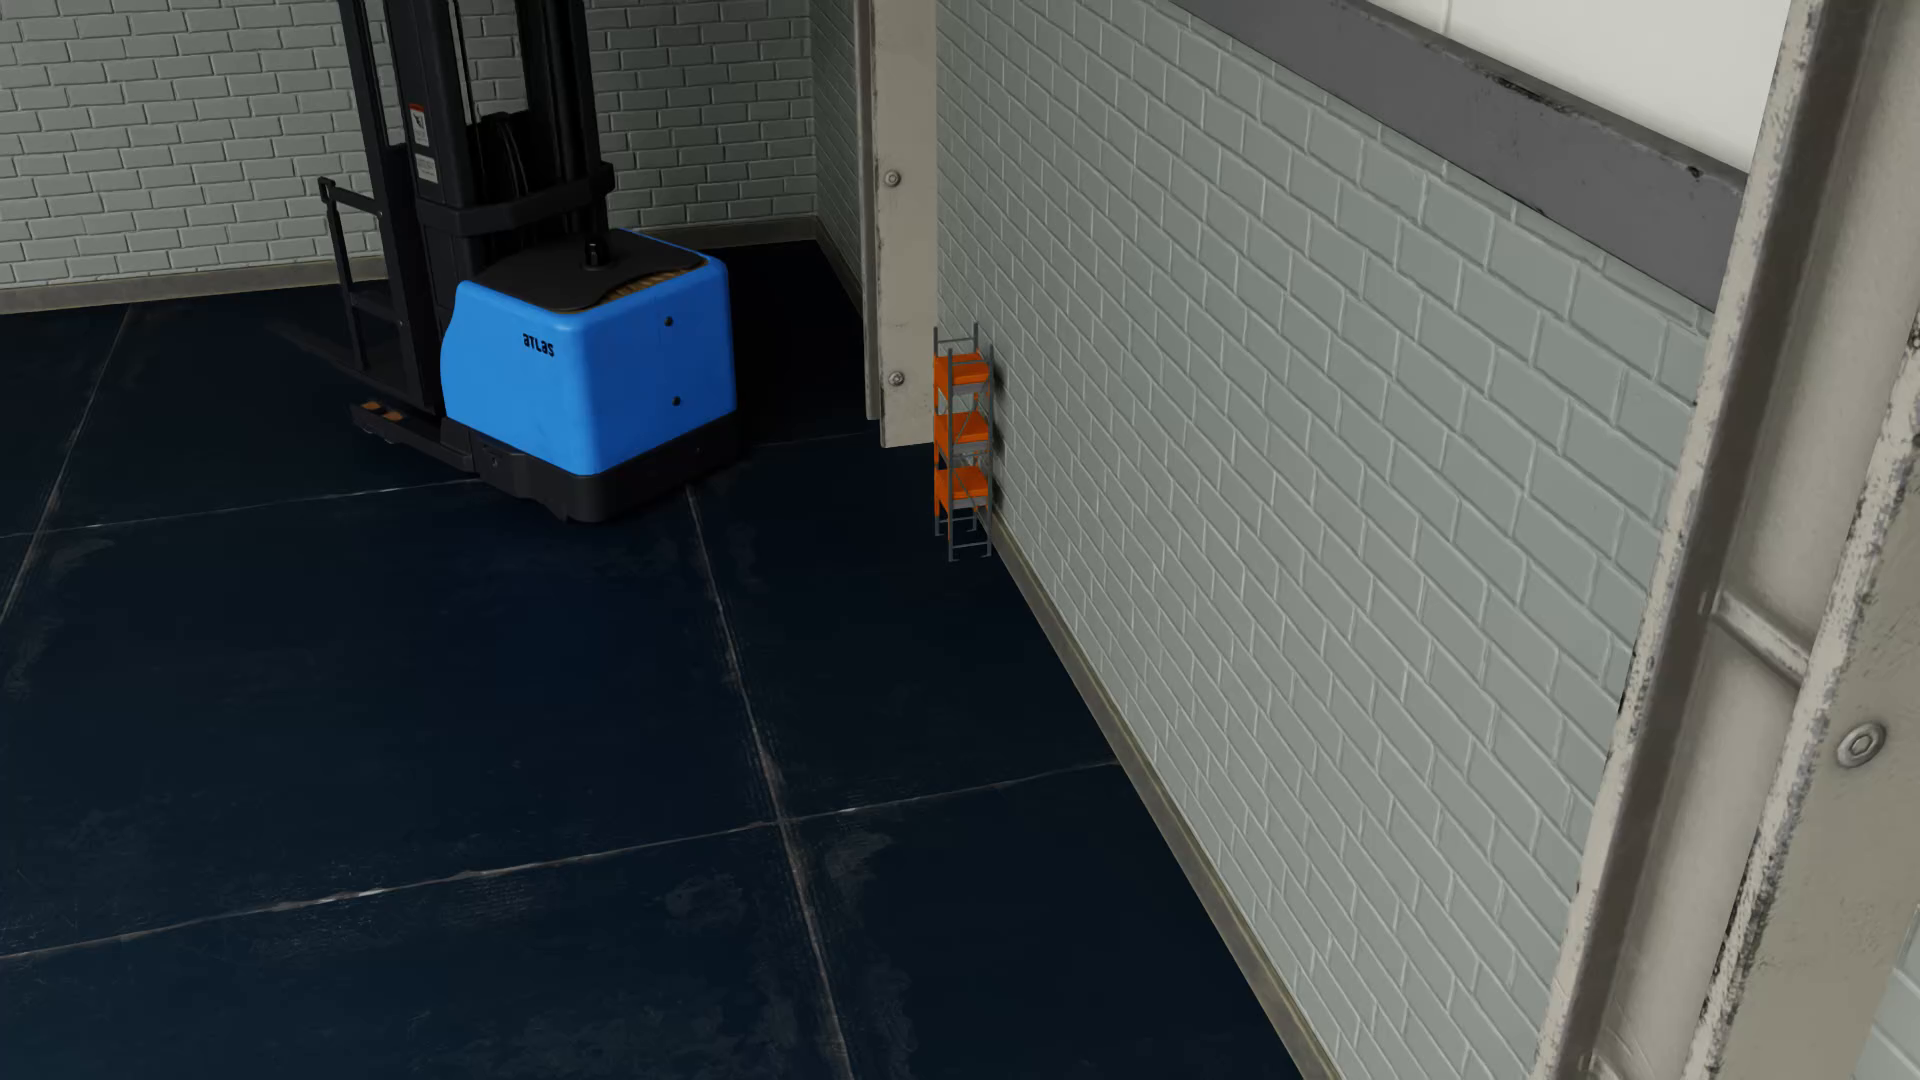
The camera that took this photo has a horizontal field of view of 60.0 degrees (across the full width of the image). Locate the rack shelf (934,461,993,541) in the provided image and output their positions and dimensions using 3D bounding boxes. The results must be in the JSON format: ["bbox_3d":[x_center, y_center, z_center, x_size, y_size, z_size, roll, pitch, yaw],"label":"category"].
[{"bbox_3d":[0.014,-0.179,7.587,0.215,0.259,0.240,-8,31,-13],"label":"rack shelf"}]

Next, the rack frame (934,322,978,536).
[{"bbox_3d":[-0.018,-0.487,7.544,0.200,1.050,0.008,-8,31,-13],"label":"rack frame"}]

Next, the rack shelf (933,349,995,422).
[{"bbox_3d":[0.014,-0.665,7.306,0.215,0.259,0.240,-8,31,-13],"label":"rack shelf"}]

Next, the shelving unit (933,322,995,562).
[{"bbox_3d":[0.014,-0.429,7.442,0.215,1.050,0.252,-8,31,-13],"label":"shelving unit"}]

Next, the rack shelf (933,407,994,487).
[{"bbox_3d":[0.014,-0.419,7.448,0.215,0.259,0.240,-8,31,-13],"label":"rack shelf"}]

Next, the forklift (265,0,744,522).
[{"bbox_3d":[-2.552,-1.948,8.189,3.031,2.935,1.130,22,37,33],"label":"forklift"}]

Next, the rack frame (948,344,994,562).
[{"bbox_3d":[0.047,-0.370,7.341,0.200,1.050,0.008,-8,31,-13],"label":"rack frame"}]

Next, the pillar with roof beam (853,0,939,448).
[{"bbox_3d":[-4.453,-3.912,5.526,9.100,9.000,0.400,-8,31,-13],"label":"pillar with roof beam"}]
